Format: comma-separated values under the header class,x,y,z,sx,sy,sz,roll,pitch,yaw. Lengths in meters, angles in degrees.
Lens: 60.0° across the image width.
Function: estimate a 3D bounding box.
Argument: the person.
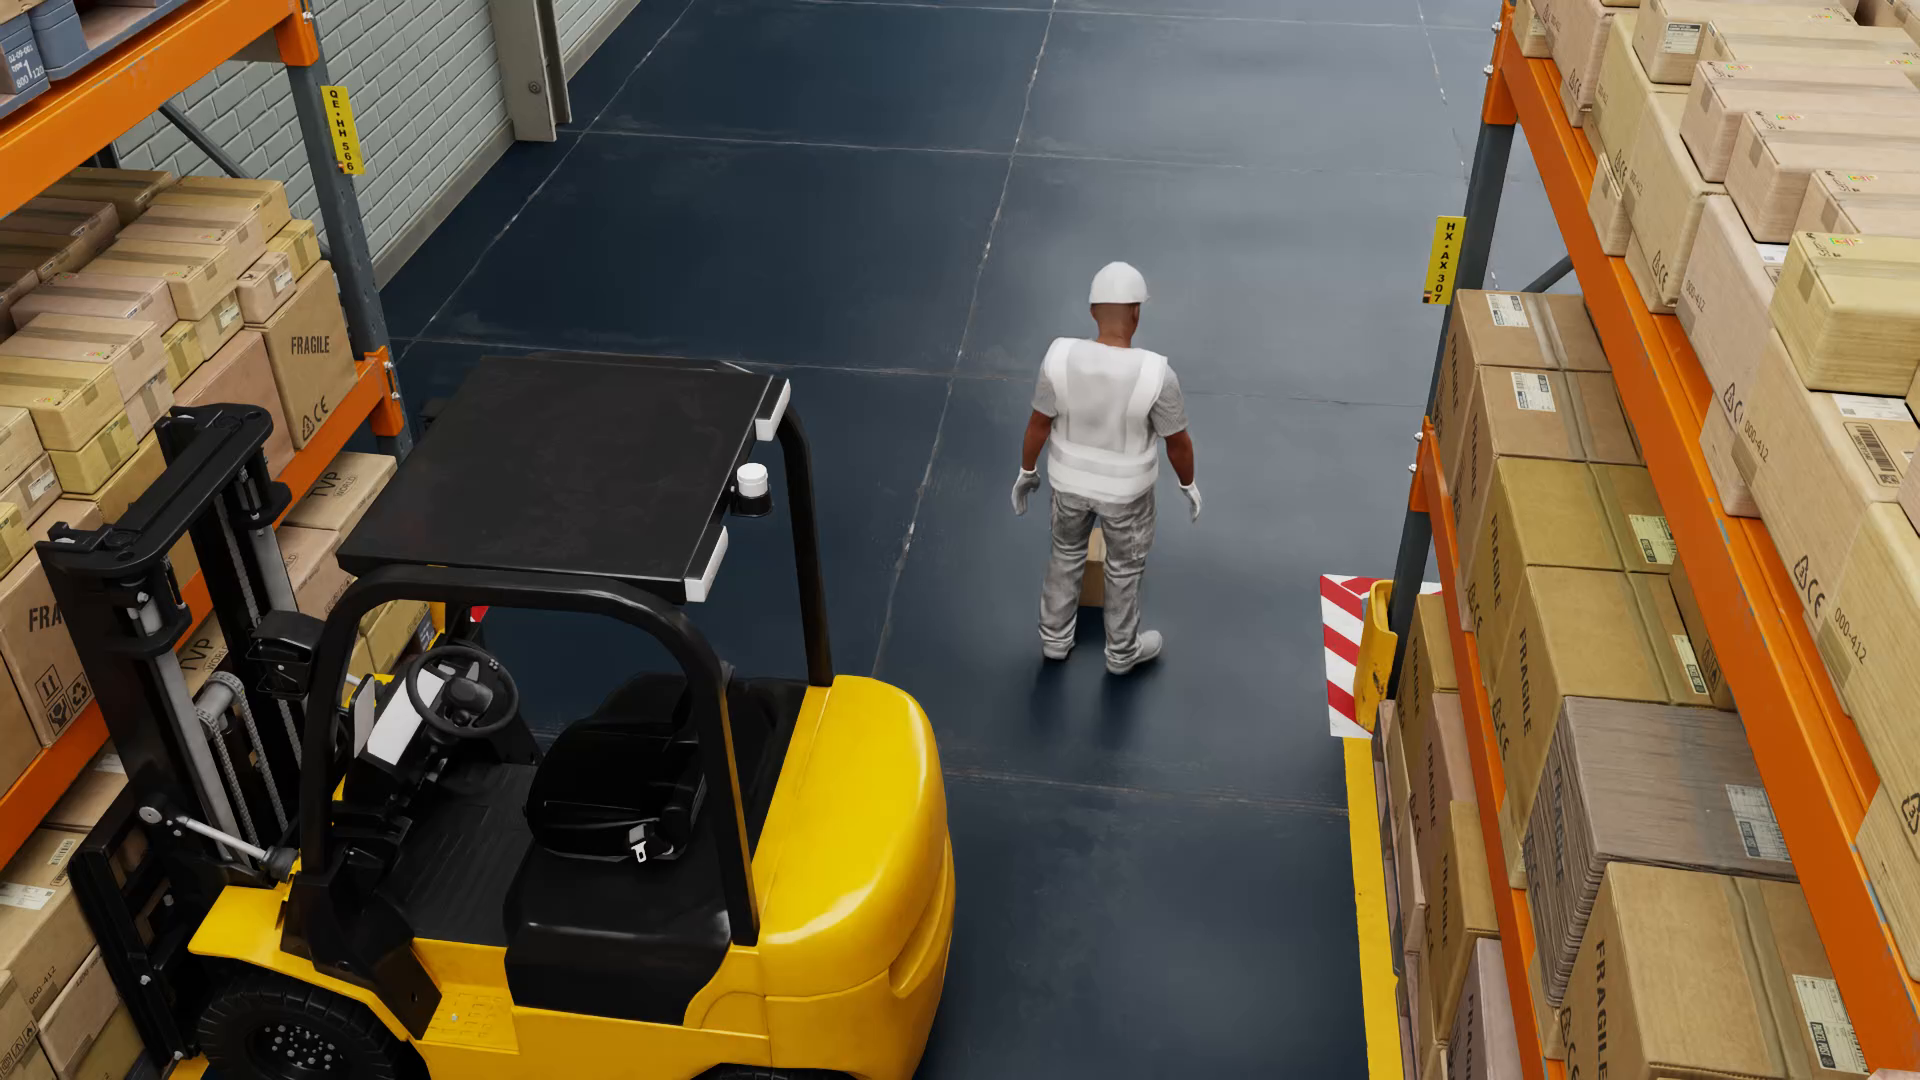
class,x,y,z,sx,sy,sz,roll,pitch,yaw
person,0.585,-0.220,6.429,0.697,1.817,0.395,14,38,18
